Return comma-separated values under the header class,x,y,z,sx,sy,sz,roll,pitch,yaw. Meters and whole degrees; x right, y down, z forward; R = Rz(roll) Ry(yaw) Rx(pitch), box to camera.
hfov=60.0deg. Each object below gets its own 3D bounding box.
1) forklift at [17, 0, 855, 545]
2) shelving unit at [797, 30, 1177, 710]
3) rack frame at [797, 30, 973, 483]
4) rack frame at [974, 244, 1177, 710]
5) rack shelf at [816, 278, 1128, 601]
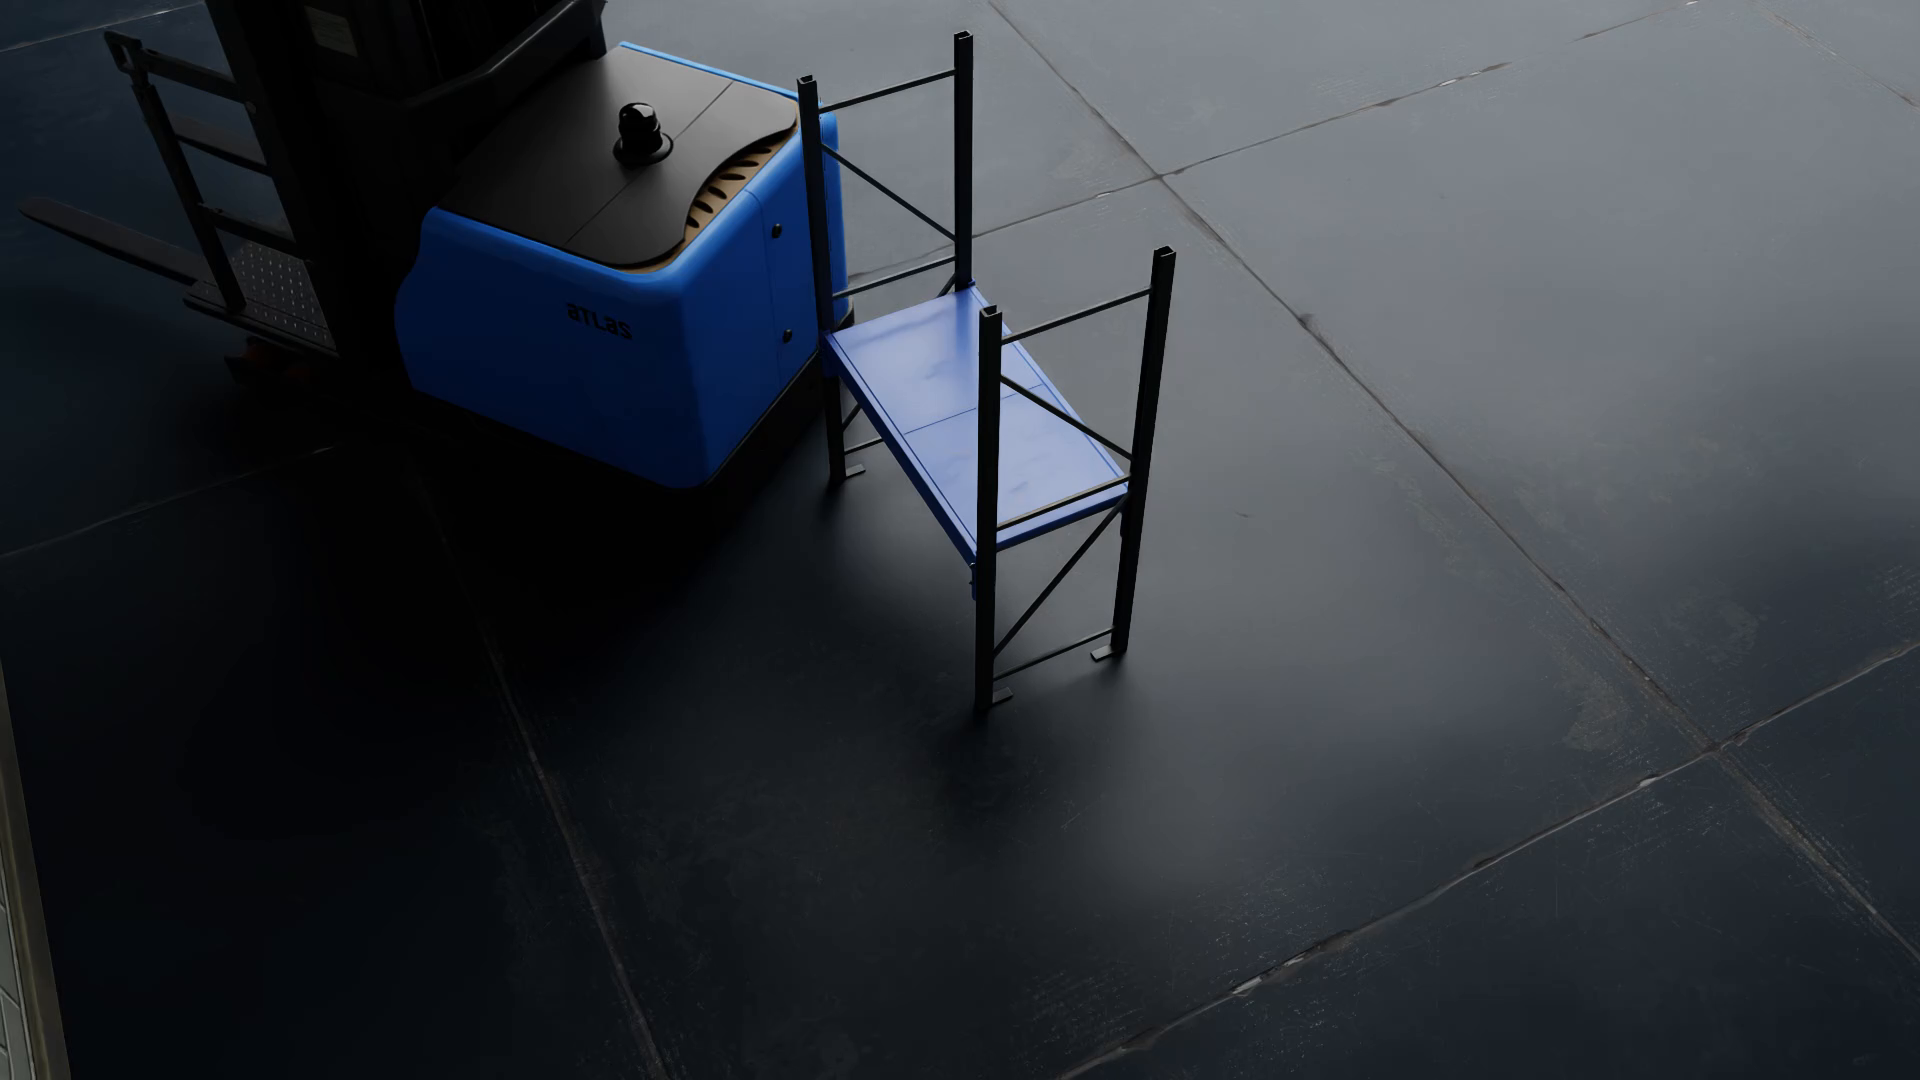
class,x,y,z,sx,sy,sz,roll,pitch,yaw
forklift,-1.906,-1.736,4.821,3.031,2.935,1.130,21,52,17
shelving unit,0.039,-0.437,4.636,0.538,1.500,1.048,-21,52,-18
rack frame,-0.194,-0.777,4.933,0.500,1.500,0.032,-21,52,-18
rack frame,0.272,-0.096,4.338,0.500,1.500,0.032,-21,52,-18
rack shelf,0.039,-0.318,4.771,0.538,0.185,1.000,-21,52,-18
